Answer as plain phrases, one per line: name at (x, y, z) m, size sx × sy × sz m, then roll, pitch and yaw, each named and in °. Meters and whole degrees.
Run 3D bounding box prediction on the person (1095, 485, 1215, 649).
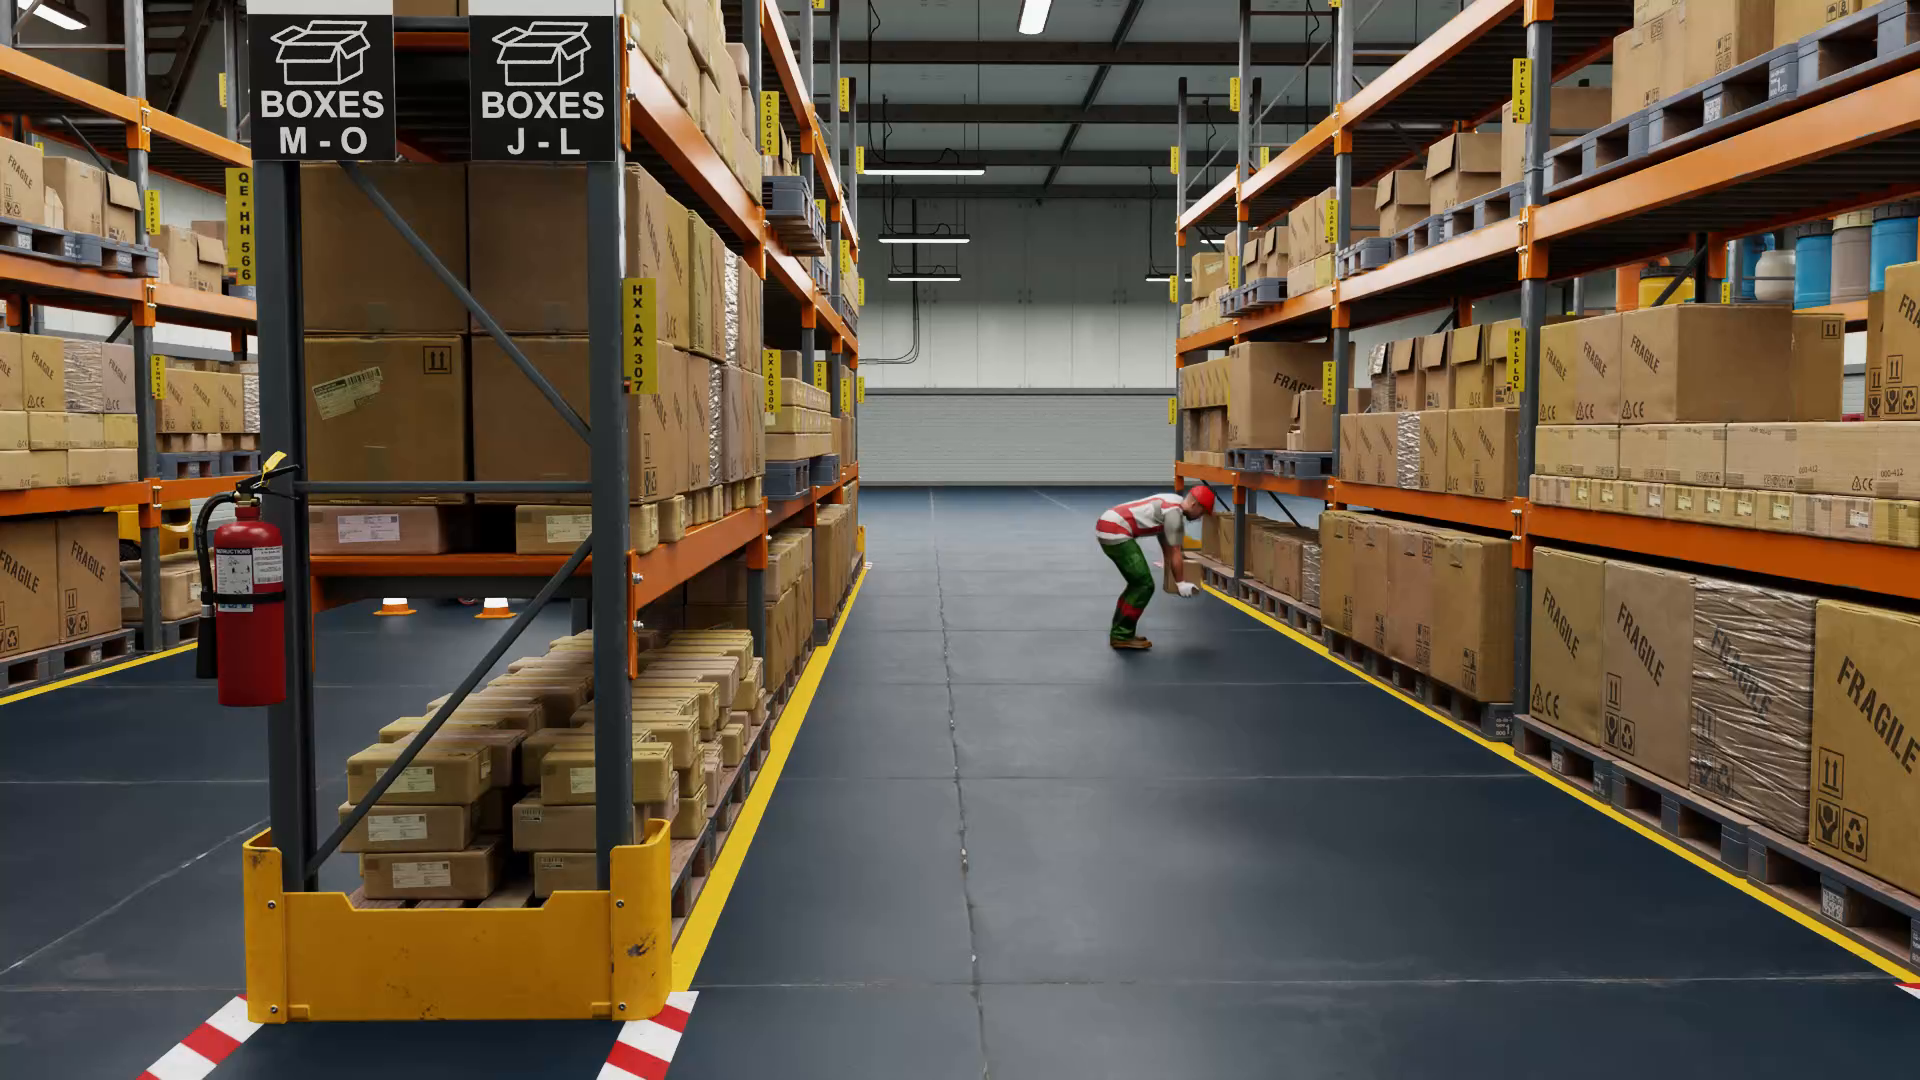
person at (1.517, 0.203, 12.930) m, size 0.927 × 1.258 × 0.507 m, roll 0°, pitch 4°, yaw -4°
